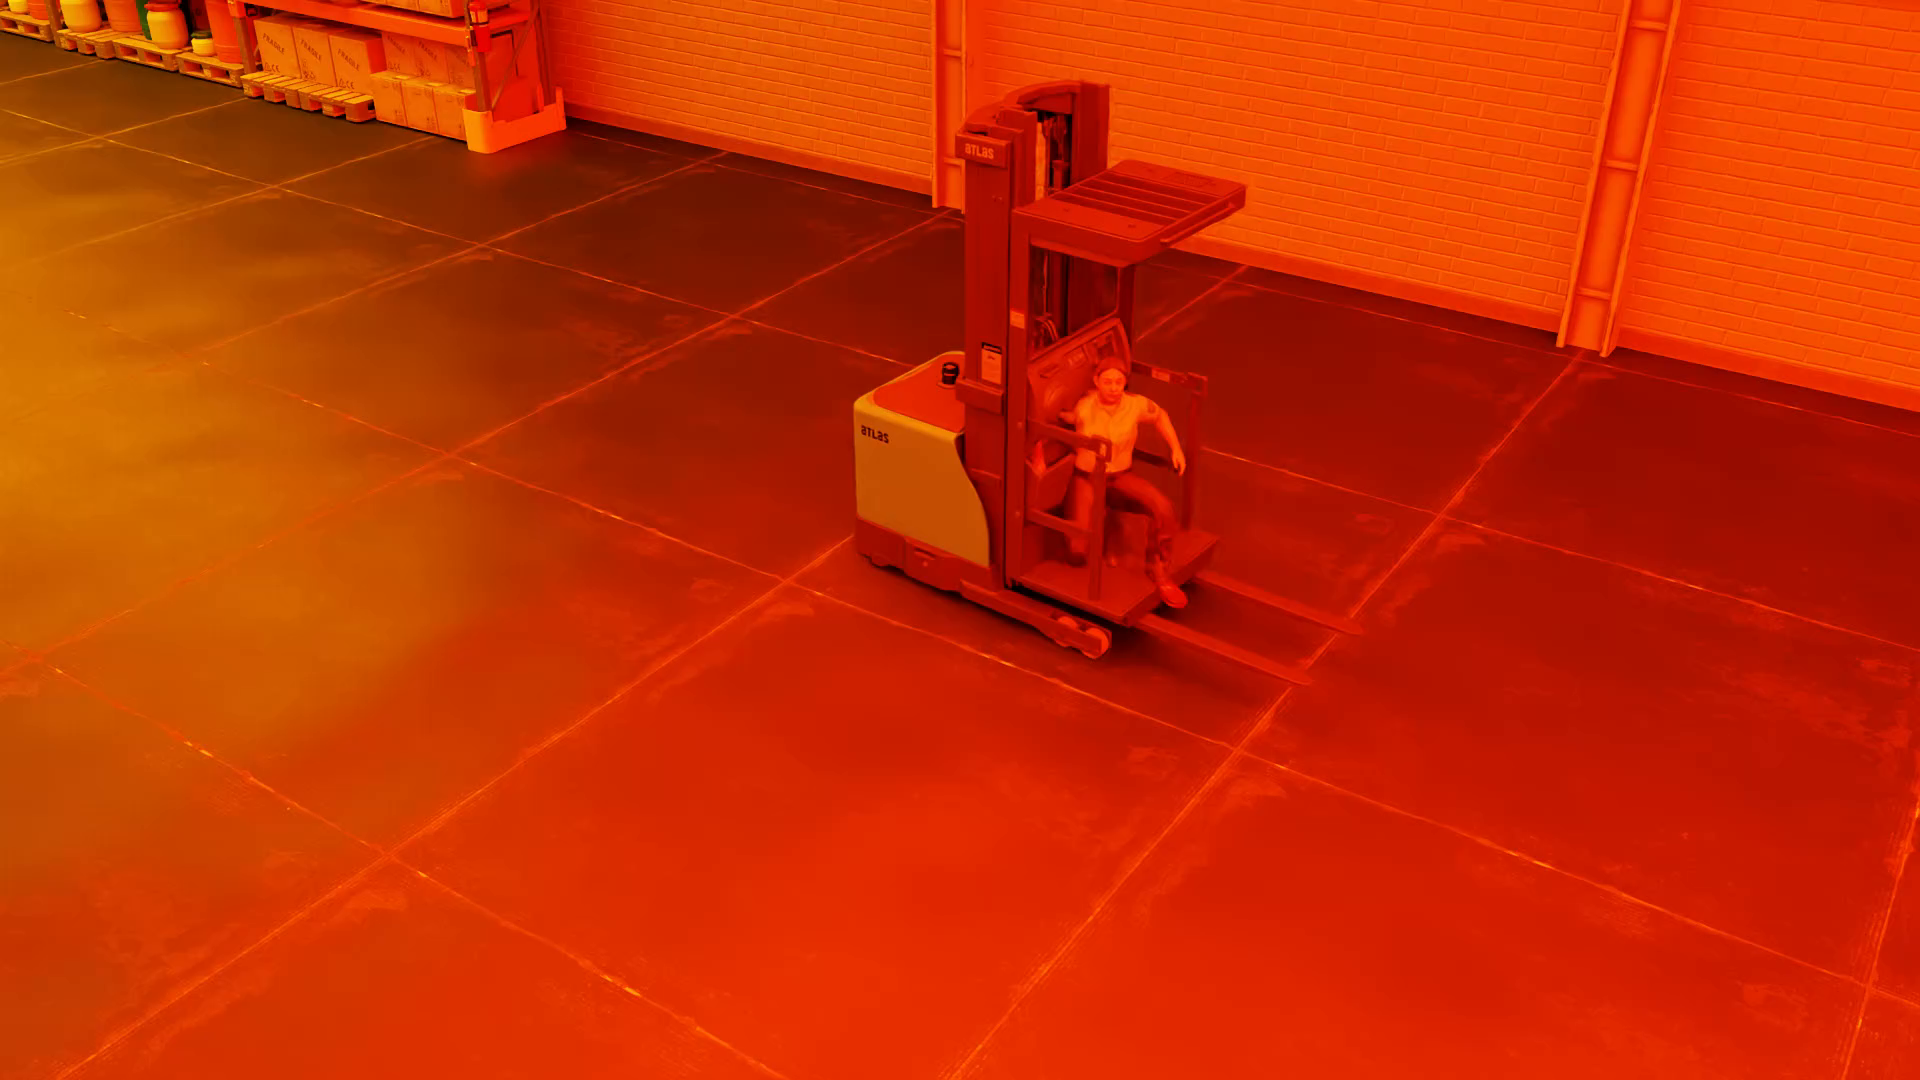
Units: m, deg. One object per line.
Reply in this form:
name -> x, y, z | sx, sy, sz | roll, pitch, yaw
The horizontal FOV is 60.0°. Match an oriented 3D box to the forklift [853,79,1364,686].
forklift -> 0.832, -0.904, 9.138 | 3.031, 2.935, 1.130 | 21, 36, 32

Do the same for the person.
person -> 0.858, -0.262, 9.337 | 0.912, 1.429, 0.842 | -4, 30, -7
